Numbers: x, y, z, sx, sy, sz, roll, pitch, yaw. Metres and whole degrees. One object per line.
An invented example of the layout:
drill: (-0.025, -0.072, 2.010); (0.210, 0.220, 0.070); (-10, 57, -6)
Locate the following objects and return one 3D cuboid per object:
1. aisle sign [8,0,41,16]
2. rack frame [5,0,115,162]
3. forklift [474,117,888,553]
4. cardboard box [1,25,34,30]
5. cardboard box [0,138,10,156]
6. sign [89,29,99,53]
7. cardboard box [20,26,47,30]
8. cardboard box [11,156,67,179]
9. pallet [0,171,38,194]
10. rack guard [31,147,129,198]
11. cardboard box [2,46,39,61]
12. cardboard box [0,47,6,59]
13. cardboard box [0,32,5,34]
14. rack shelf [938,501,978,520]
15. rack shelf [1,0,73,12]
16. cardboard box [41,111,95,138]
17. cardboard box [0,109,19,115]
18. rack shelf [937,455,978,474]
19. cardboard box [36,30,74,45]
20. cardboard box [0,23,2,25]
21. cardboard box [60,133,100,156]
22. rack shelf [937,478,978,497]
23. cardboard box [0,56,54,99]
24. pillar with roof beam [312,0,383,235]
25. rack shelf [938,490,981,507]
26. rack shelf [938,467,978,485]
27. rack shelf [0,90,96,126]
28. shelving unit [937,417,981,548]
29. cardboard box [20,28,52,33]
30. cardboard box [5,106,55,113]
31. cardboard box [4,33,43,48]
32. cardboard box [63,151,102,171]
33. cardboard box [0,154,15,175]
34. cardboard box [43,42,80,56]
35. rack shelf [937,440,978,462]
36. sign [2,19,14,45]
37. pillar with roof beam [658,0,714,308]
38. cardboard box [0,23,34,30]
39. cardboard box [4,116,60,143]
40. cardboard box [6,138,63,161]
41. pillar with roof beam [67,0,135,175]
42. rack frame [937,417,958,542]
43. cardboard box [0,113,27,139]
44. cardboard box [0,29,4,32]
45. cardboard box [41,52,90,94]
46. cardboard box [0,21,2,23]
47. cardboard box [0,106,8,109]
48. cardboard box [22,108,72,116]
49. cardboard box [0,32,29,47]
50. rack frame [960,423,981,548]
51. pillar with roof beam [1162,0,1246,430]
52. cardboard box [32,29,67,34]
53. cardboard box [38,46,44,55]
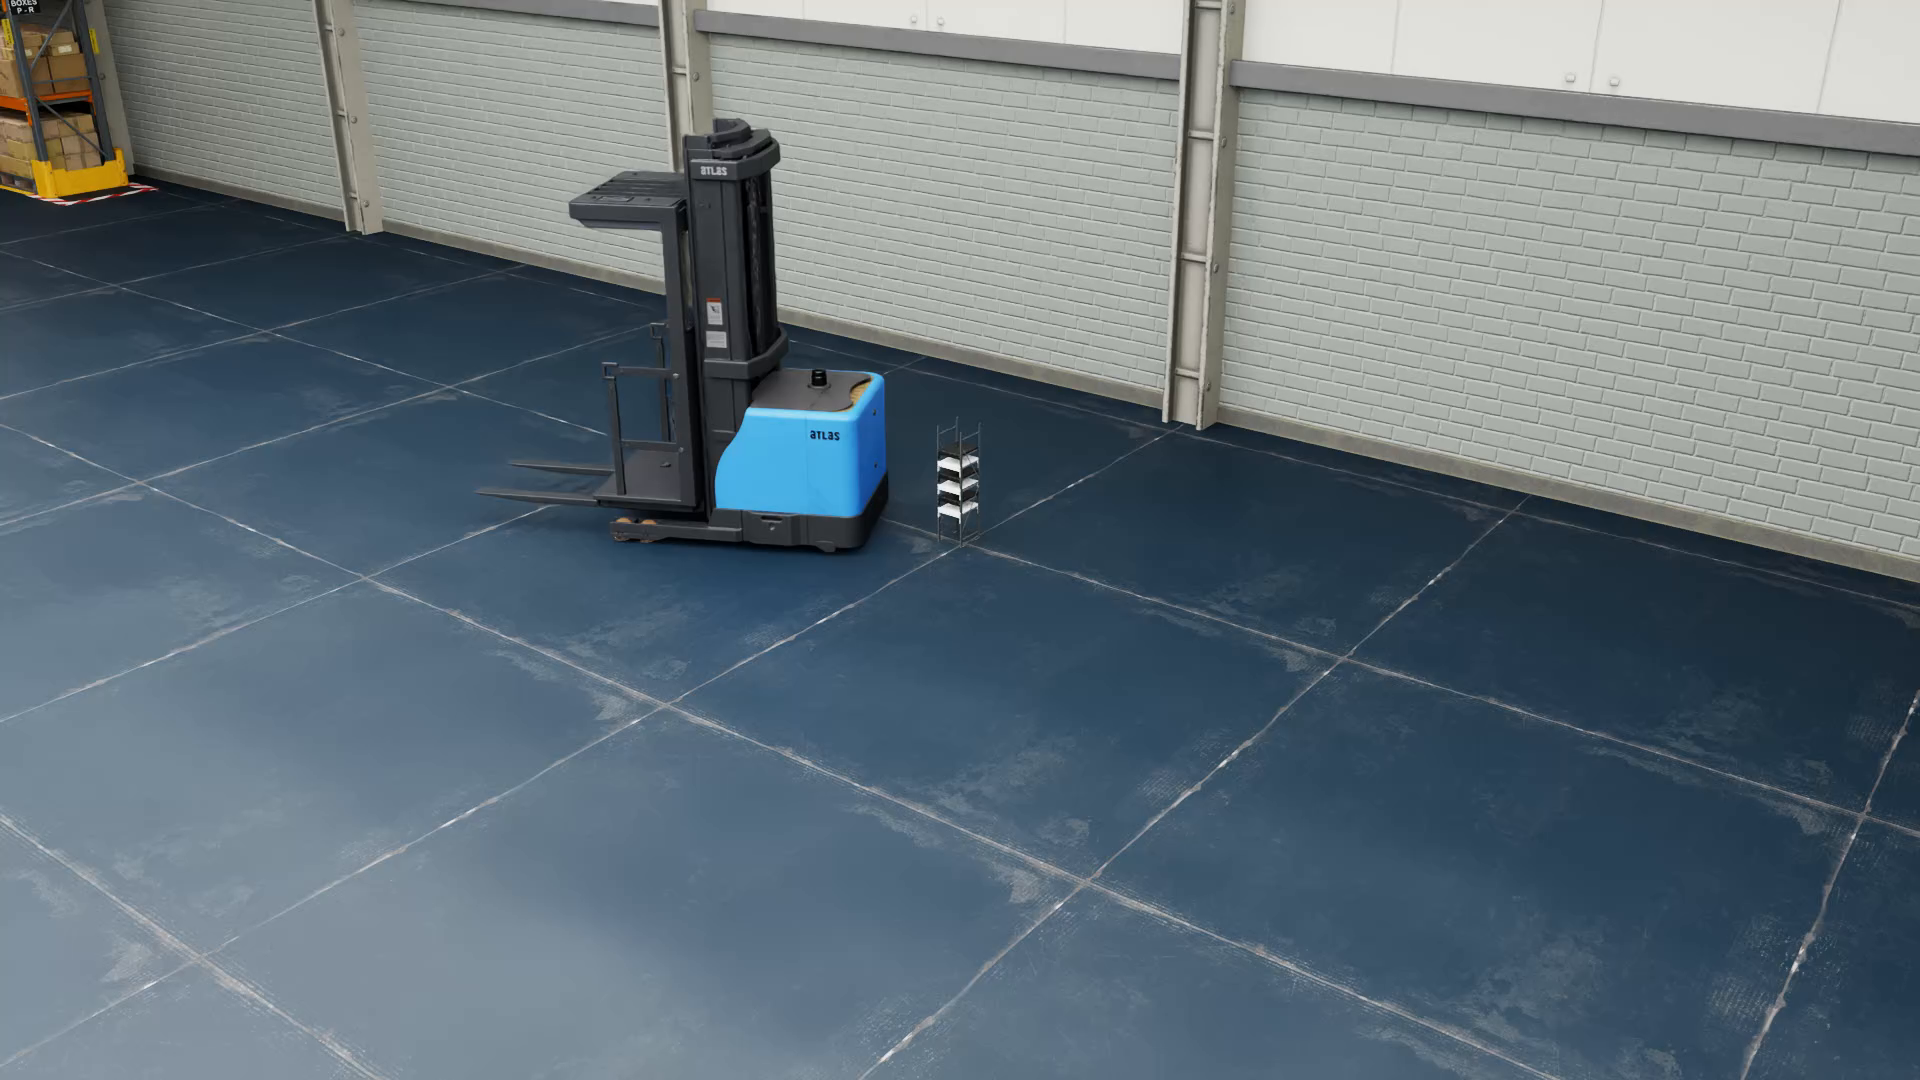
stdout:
aisle sign: (-12.488, -7.392, 22.082); (0.004, 0.787, 0.394); (17, 29, 33)
rack frame: (-12.364, -6.313, 22.857); (0.127, 3.000, 1.000); (17, 29, 33)
forklift: (-2.116, -1.524, 12.073); (3.031, 2.935, 1.130); (4, 24, 9)
cardboard box: (-13.328, -7.195, 23.563); (0.250, 0.149, 0.380); (18, 29, 35)
cardboard box: (-13.336, -5.617, 23.547); (0.500, 0.250, 0.500); (16, 29, 33)
sign: (-12.026, -6.923, 23.070); (0.005, 0.325, 0.100); (17, 29, 33)
cardboard box: (-13.103, -7.140, 23.436); (0.250, 0.149, 0.380); (17, 29, 34)
cardboard box: (-12.929, -5.258, 23.353); (0.500, 0.250, 0.500); (17, 29, 34)
pallet: (-13.001, -5.208, 23.808); (1.213, 0.211, 1.003); (17, 29, 33)
rack guard: (-12.345, -5.163, 23.348); (0.348, 0.500, 1.175); (17, 29, 33)
cardboard box: (-12.809, -6.649, 22.691); (0.250, 0.149, 0.380); (17, 29, 34)
cardboard box: (-13.032, -6.701, 22.810); (0.250, 0.149, 0.380); (17, 29, 34)
cardboard box: (-13.219, -6.914, 22.925); (0.250, 0.149, 0.380); (18, 29, 34)
rack shelf: (-0.006, -0.219, 12.159); (0.200, 0.077, 0.258); (17, 29, 33)
rack shelf: (-13.964, -7.840, 23.495); (4.000, 0.370, 1.077); (17, 29, 33)
cardboard box: (-12.635, -5.881, 23.528); (0.500, 0.250, 0.500); (16, 29, 33)
cardboard box: (-13.741, -5.955, 23.695); (0.500, 0.250, 0.500); (17, 29, 34)
rack shelf: (-0.006, -0.548, 12.014); (0.200, 0.077, 0.258); (17, 29, 33)
cardboard box: (-12.505, -6.941, 22.987); (0.250, 0.149, 0.380); (16, 28, 32)
cardboard box: (-13.725, -7.325, 23.857); (0.250, 0.149, 0.380); (17, 29, 34)
cardboard box: (-12.616, -5.656, 23.636); (0.500, 0.250, 0.500); (17, 29, 34)
rack shelf: (-0.006, -0.383, 12.086); (0.200, 0.077, 0.258); (17, 29, 33)
cardboard box: (-12.915, -6.393, 22.915); (0.500, 0.500, 0.500); (16, 28, 32)
pillar with roof beam: (-10.161, -6.677, 16.244); (0.400, 9.000, 9.100); (17, 29, 33)
rack shelf: (-0.006, -0.301, 12.123); (0.200, 0.077, 0.258); (17, 29, 33)
rack shelf: (-0.006, -0.466, 12.050); (0.200, 0.077, 0.258); (17, 29, 33)
rack shelf: (-13.964, -6.467, 24.100); (4.000, 0.370, 1.077); (17, 29, 33)
shelving unit: (-0.006, -0.414, 12.073); (0.210, 0.900, 0.258); (17, 29, 33)
cardboard box: (-12.913, -7.075, 23.290); (0.250, 0.149, 0.380); (17, 29, 34)
cardboard box: (-13.431, -6.125, 24.081); (0.500, 0.250, 0.500); (17, 29, 33)
cardboard box: (-12.777, -6.810, 22.688); (0.250, 0.149, 0.380); (17, 29, 33)
cardboard box: (-12.640, -5.428, 23.739); (0.500, 0.250, 0.500); (17, 29, 34)
cardboard box: (-13.322, -5.382, 23.633); (0.500, 0.250, 0.500); (17, 29, 33)
cardboard box: (-12.480, -6.821, 23.082); (0.250, 0.149, 0.380); (16, 28, 32)
rack shelf: (-0.006, -0.630, 11.978); (0.200, 0.077, 0.258); (17, 29, 33)
sign: (-12.700, -6.779, 22.186); (0.005, 0.325, 0.100); (17, 29, 33)
pillar with roof beam: (-5.360, -5.226, 12.951); (0.400, 9.000, 9.100); (17, 29, 33)
cardboard box: (-13.479, -7.291, 23.779); (0.250, 0.149, 0.380); (16, 28, 32)
cardboard box: (-12.919, -5.715, 23.149); (0.500, 0.250, 0.500); (18, 29, 35)
cardboard box: (-12.941, -5.492, 23.264); (0.500, 0.250, 0.500); (16, 29, 33)
pillar with roof beam: (-14.962, -8.128, 19.537); (0.400, 9.000, 9.100); (17, 29, 33)
rack frame: (-0.088, -0.438, 12.129); (0.006, 0.900, 0.240); (17, 29, 33)
cardboard box: (-13.332, -5.836, 23.425); (0.500, 0.250, 0.500); (17, 29, 34)
cardboard box: (-13.373, -6.998, 23.116); (0.250, 0.149, 0.380); (17, 29, 34)
cardboard box: (-12.594, -6.568, 23.312); (0.500, 0.500, 0.500); (18, 29, 35)
cardboard box: (-13.939, -7.388, 23.999); (0.250, 0.149, 0.380); (18, 29, 35)
cardboard box: (-13.837, -6.252, 24.368); (0.500, 0.250, 0.500); (16, 28, 32)
cardboard box: (-13.037, -6.001, 23.799); (0.500, 0.250, 0.500); (17, 29, 33)
cardboard box: (-12.993, -6.860, 22.801); (0.250, 0.149, 0.380); (17, 29, 33)
rack frame: (0.075, -0.389, 12.017); (0.006, 0.900, 0.240); (17, 29, 33)
pillar with roof beam: (-0.559, -3.775, 9.658); (0.400, 9.000, 9.100); (17, 29, 33)
cardboard box: (-12.680, -7.026, 23.179); (0.250, 0.149, 0.380); (18, 29, 35)
cardboard box: (-12.715, -6.860, 23.171); (0.250, 0.149, 0.380); (17, 29, 33)
